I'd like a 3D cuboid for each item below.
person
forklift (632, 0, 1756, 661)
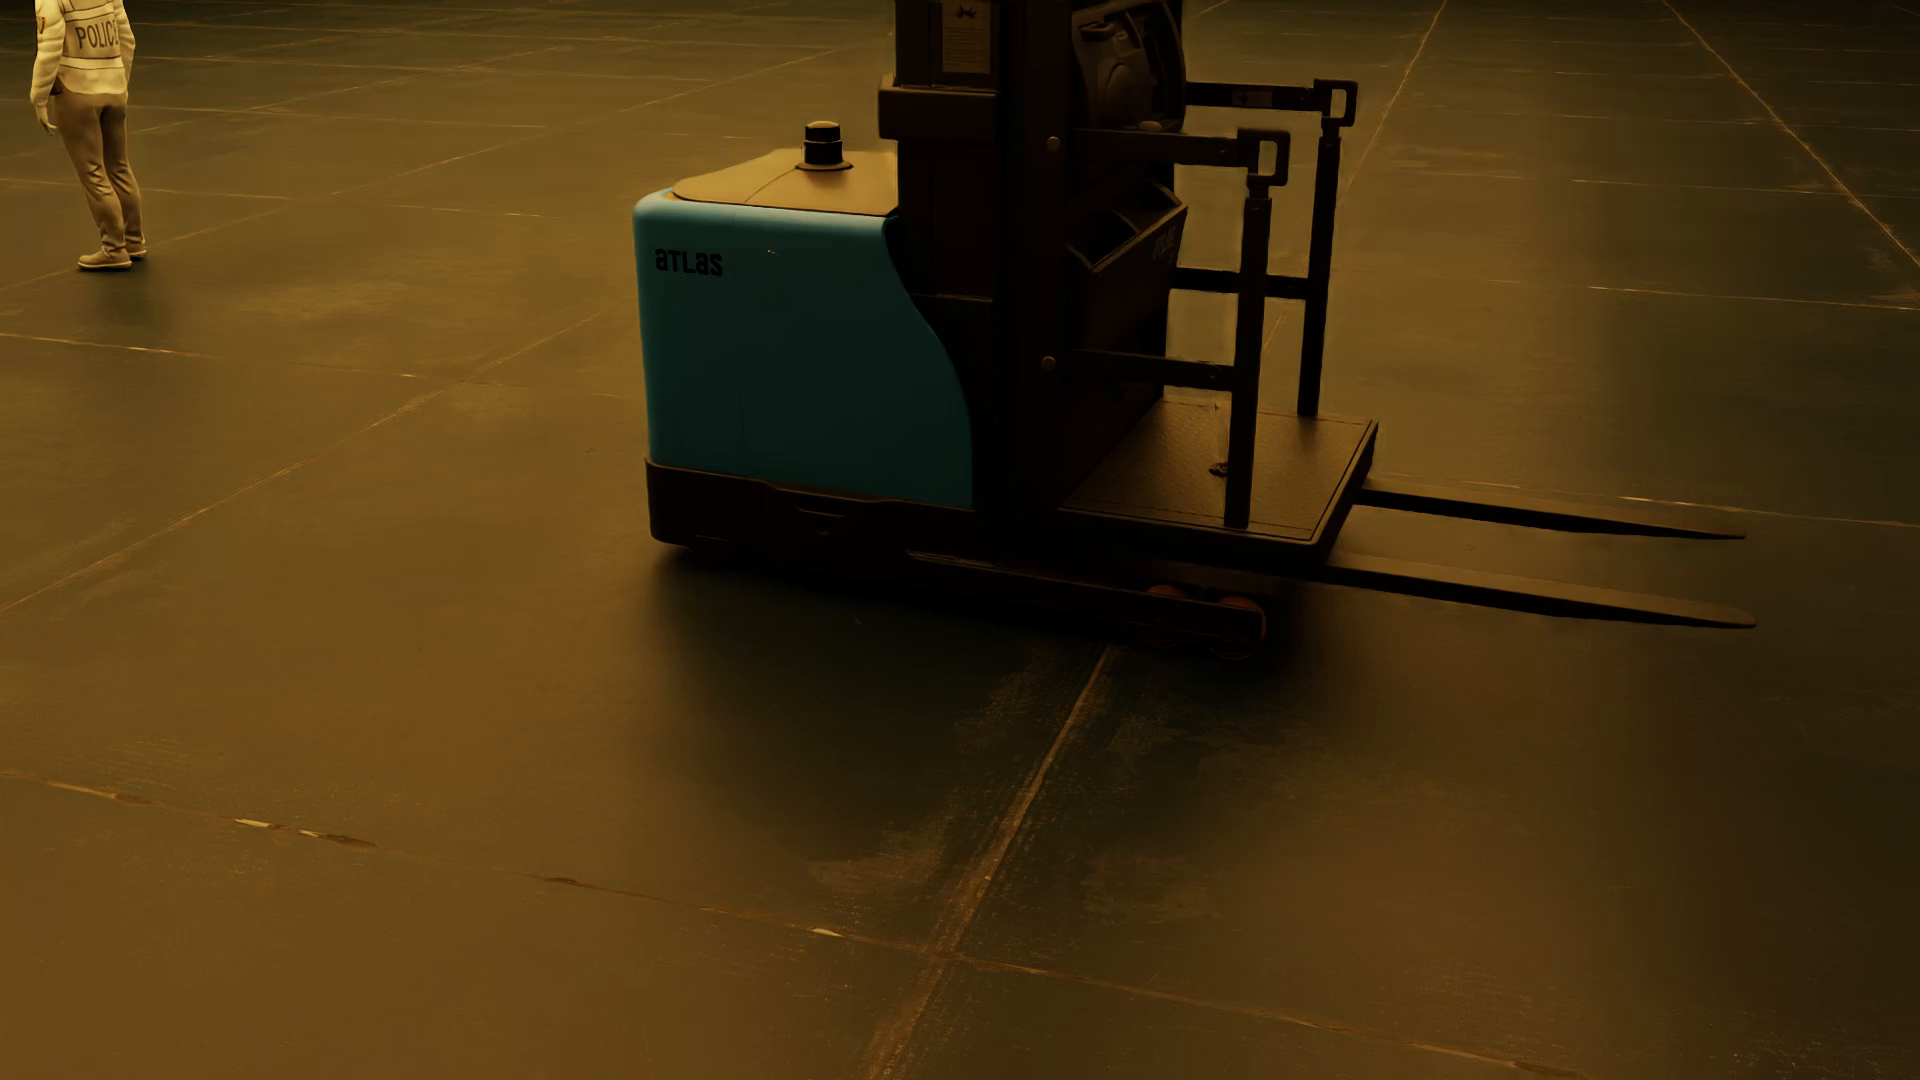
[{"bbox_3d":[-4.325,-2.177,8.153,0.533,1.695,0.585,8,24,19],"label":"person"},{"bbox_3d":[0.640,-1.269,4.353,3.031,2.935,1.130,8,24,20],"label":"forklift"}]
